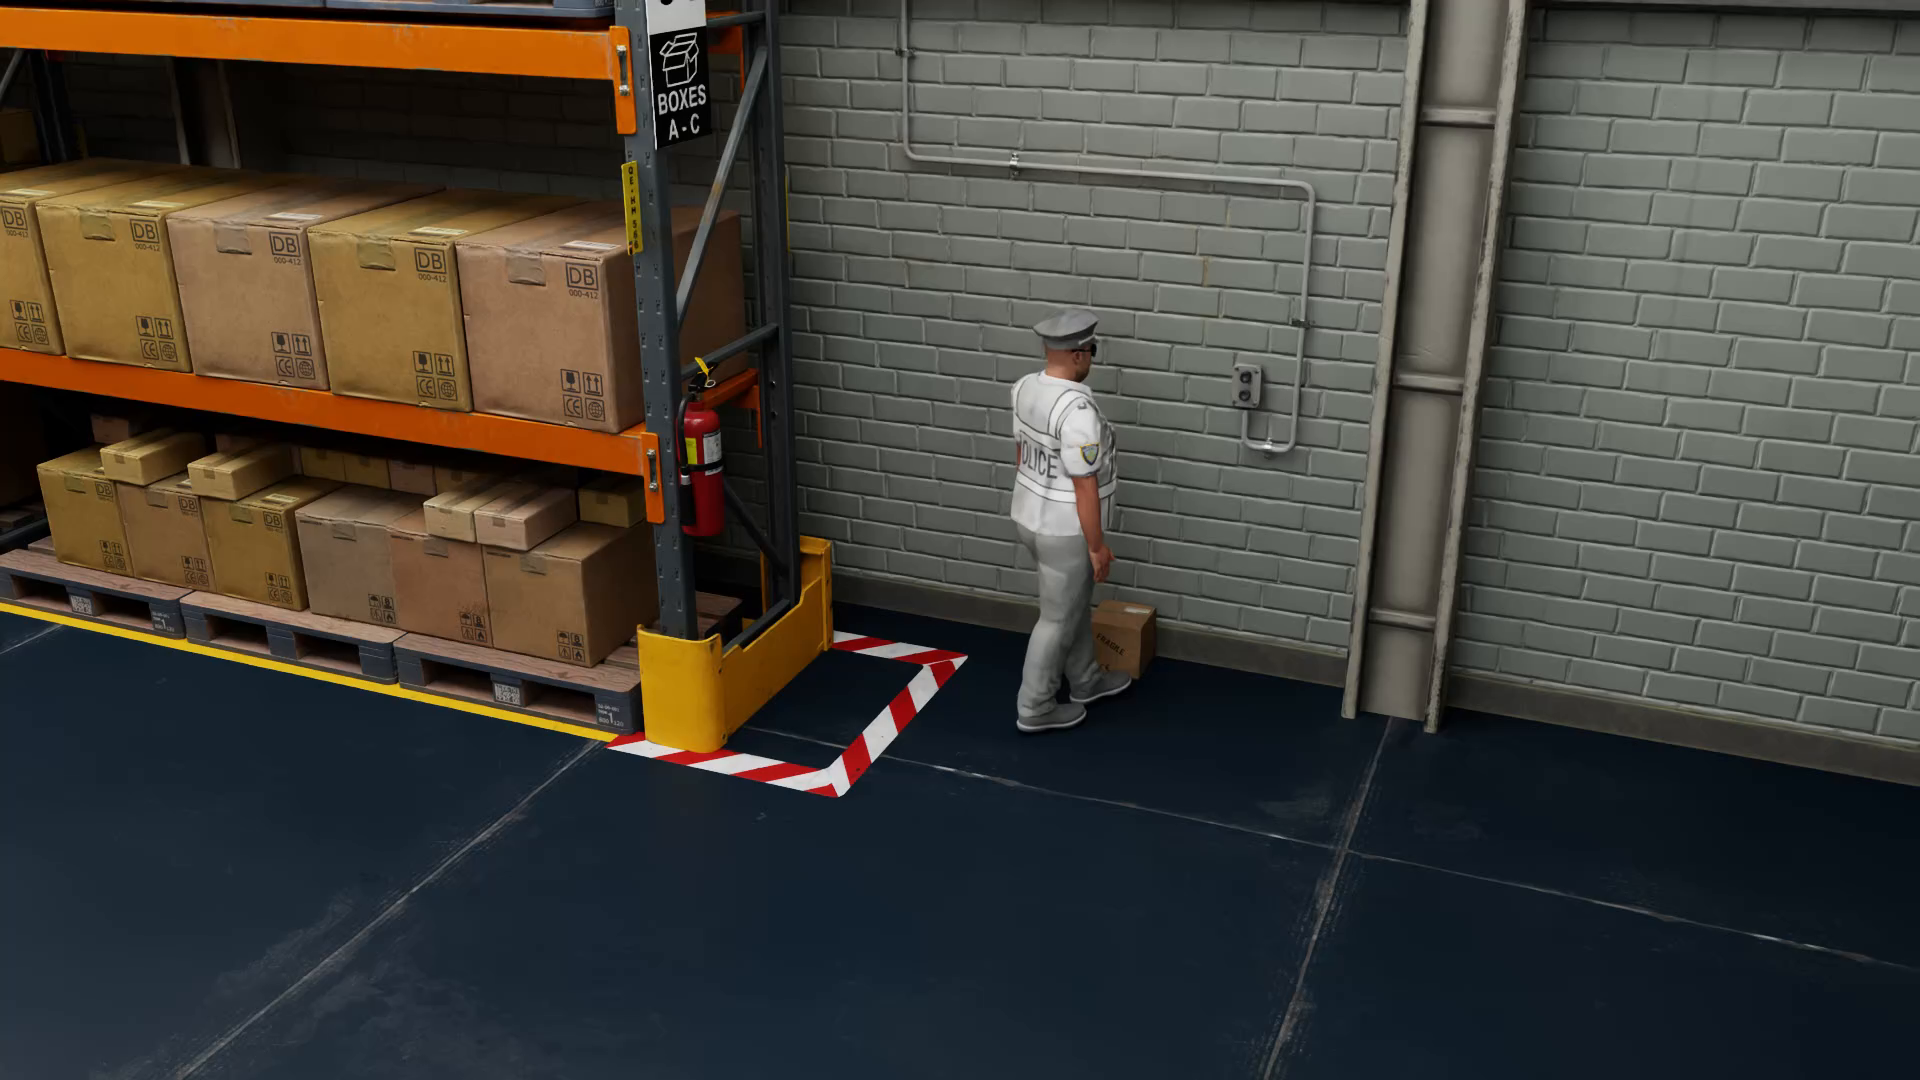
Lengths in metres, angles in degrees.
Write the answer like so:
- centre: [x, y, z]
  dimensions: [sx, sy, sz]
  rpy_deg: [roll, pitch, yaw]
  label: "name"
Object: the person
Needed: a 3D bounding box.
- centre: [0.505, -0.080, 6.752]
  dimensions: [0.642, 1.742, 0.535]
  rpy_deg: [-10, 24, -23]
  label: "person"
